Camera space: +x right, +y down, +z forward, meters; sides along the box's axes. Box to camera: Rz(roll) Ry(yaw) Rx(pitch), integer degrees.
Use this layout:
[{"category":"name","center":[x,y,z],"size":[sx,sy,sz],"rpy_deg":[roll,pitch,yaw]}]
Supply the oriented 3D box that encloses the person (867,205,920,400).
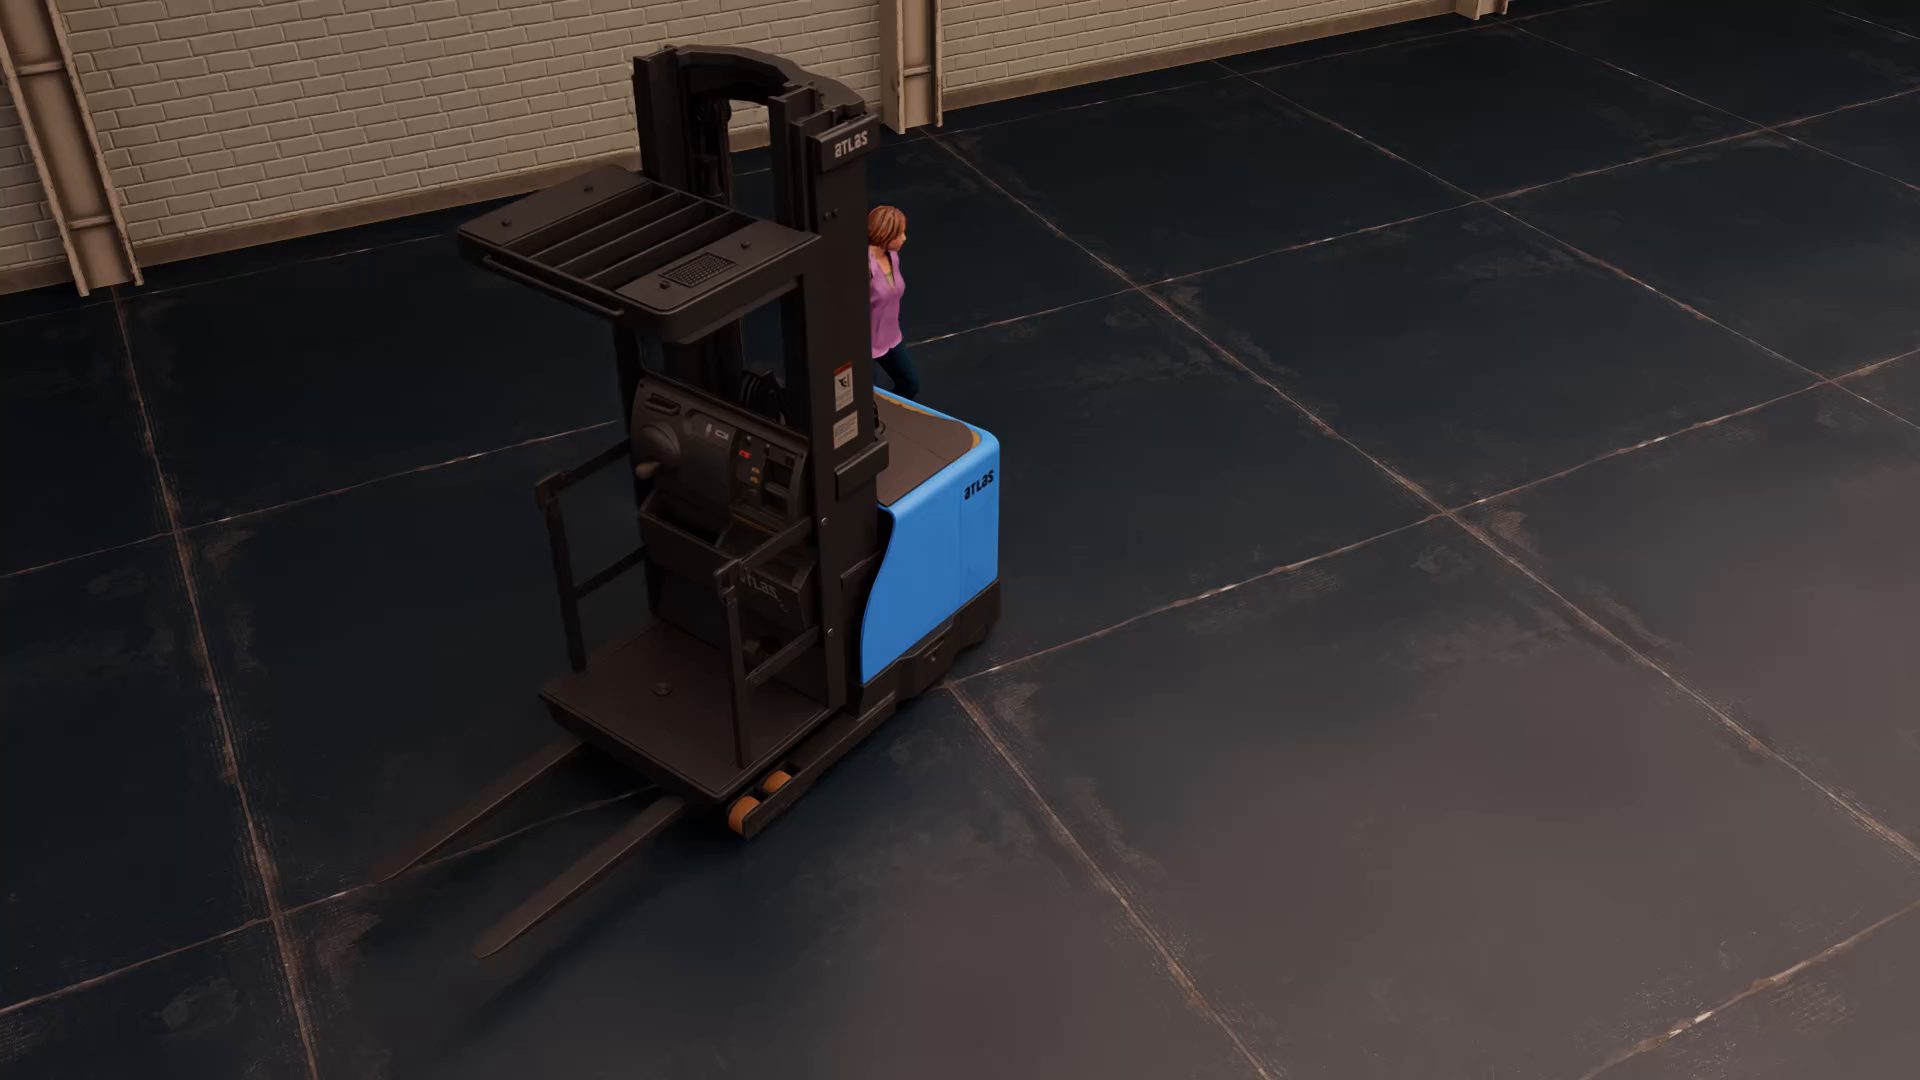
[{"category":"person","center":[-0.490,-1.031,8.819],"size":[0.408,1.555,0.744],"rpy_deg":[21,40,27]}]

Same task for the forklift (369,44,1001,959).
[{"category":"forklift","center":[-1.102,-0.286,6.528],"size":[1.130,2.935,3.031],"rpy_deg":[24,42,30]}]
